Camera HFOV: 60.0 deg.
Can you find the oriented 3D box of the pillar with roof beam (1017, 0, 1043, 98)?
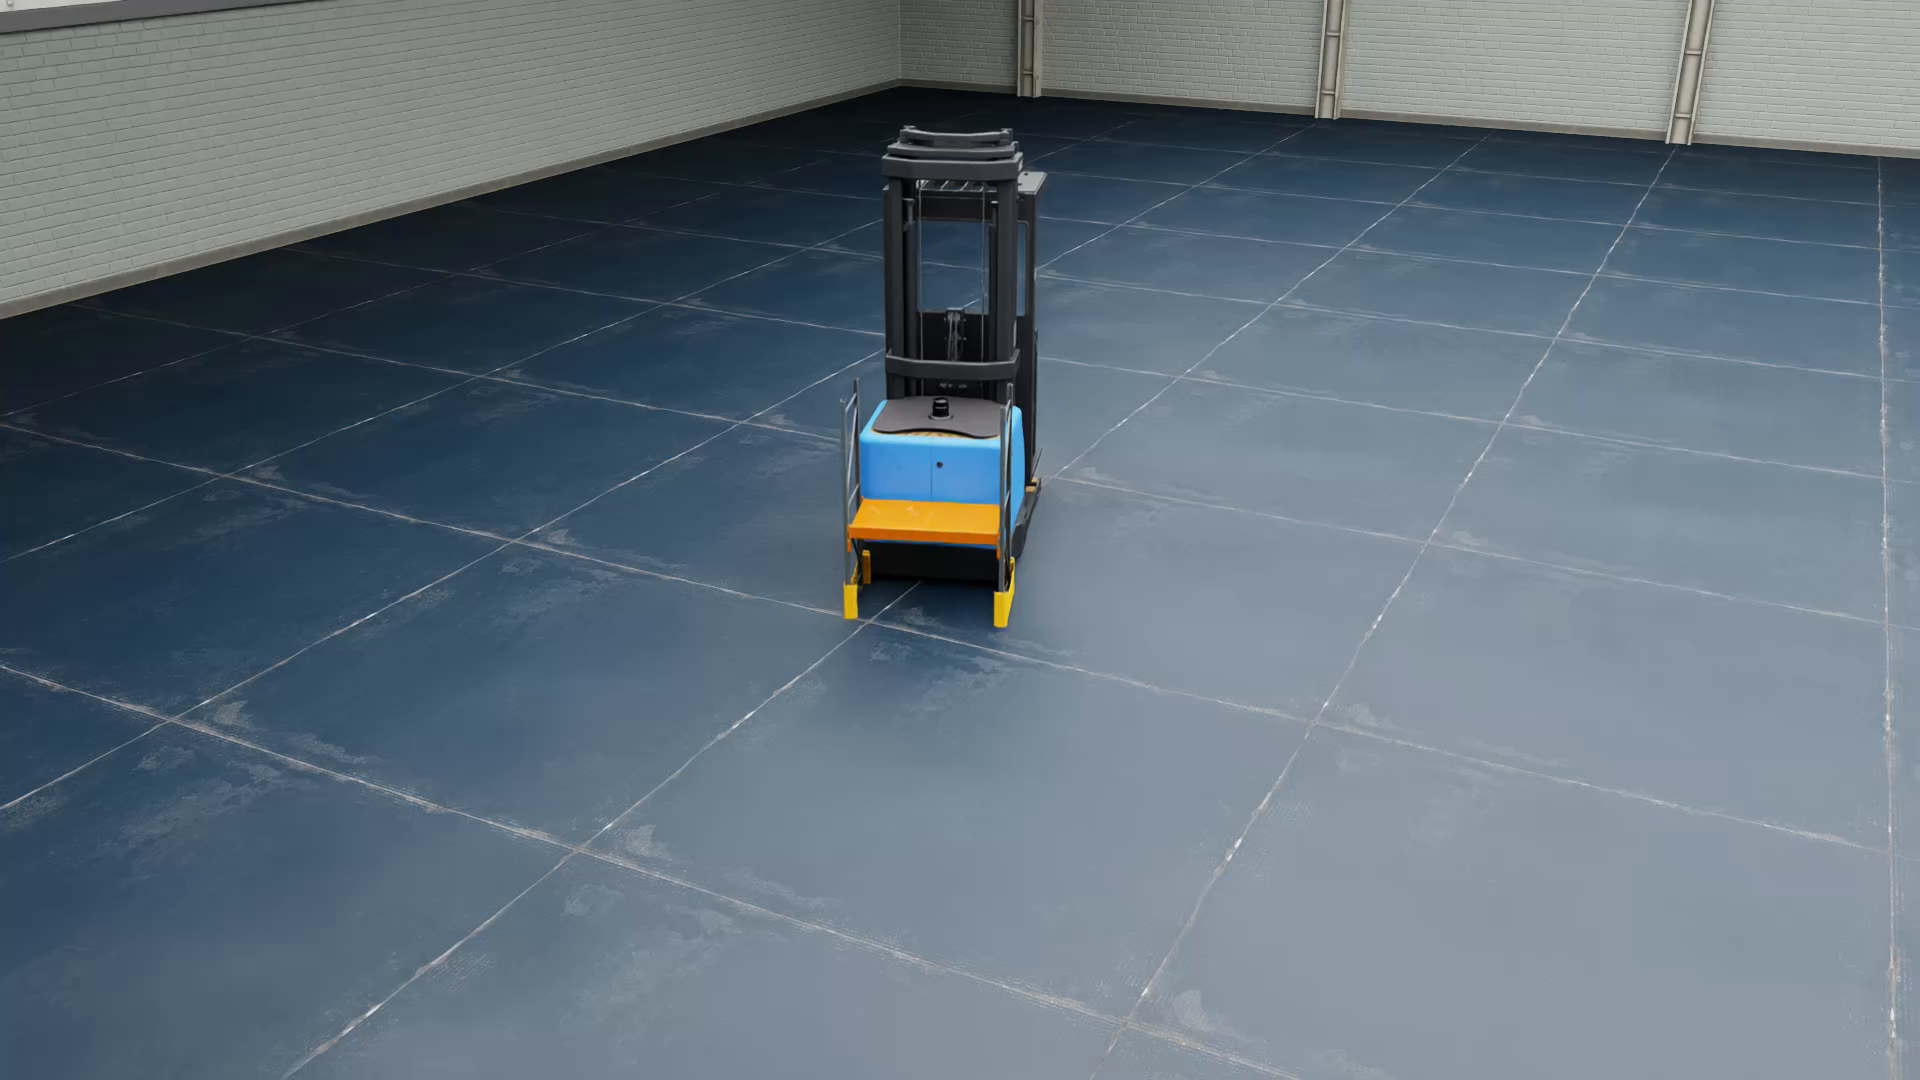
[{"bbox_3d":[-0.569,-11.433,27.636,0.400,9.000,9.100,11,25,25],"label":"pillar with roof beam"}]

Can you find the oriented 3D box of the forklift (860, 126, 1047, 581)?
[{"bbox_3d":[0.038,-1.610,12.290,1.130,2.935,3.031,3,23,8],"label":"forklift"}]

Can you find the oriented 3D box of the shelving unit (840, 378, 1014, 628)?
[{"bbox_3d":[-0.199,-0.251,10.924,1.083,1.500,0.587,3,23,6],"label":"shelving unit"}]

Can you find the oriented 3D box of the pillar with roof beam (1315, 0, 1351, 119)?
[{"bbox_3d":[4.785,-10.374,25.145,0.400,9.000,9.100,11,25,25],"label":"pillar with roof beam"}]

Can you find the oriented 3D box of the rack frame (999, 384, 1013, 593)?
[{"bbox_3d":[0.297,-0.228,10.869,0.032,1.500,0.500,3,23,6],"label":"rack frame"}]

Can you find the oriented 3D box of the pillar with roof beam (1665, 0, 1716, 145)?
[{"bbox_3d":[10.140,-9.314,22.654,0.400,9.000,9.100,11,25,25],"label":"pillar with roof beam"}]

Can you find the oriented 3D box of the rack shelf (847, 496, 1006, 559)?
[{"bbox_3d":[-0.208,-0.086,10.996,1.000,0.185,0.538,3,23,6],"label":"rack shelf"}]

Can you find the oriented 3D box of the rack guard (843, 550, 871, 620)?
[{"bbox_3d":[-0.693,0.300,11.225,0.087,0.250,0.587,3,23,6],"label":"rack guard"}]

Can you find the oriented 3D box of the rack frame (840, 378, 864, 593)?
[{"bbox_3d":[-0.712,-0.276,10.982,0.032,1.500,0.500,3,23,6],"label":"rack frame"}]

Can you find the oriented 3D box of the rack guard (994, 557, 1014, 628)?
[{"bbox_3d":[0.296,0.347,11.114,0.087,0.250,0.587,3,23,6],"label":"rack guard"}]
